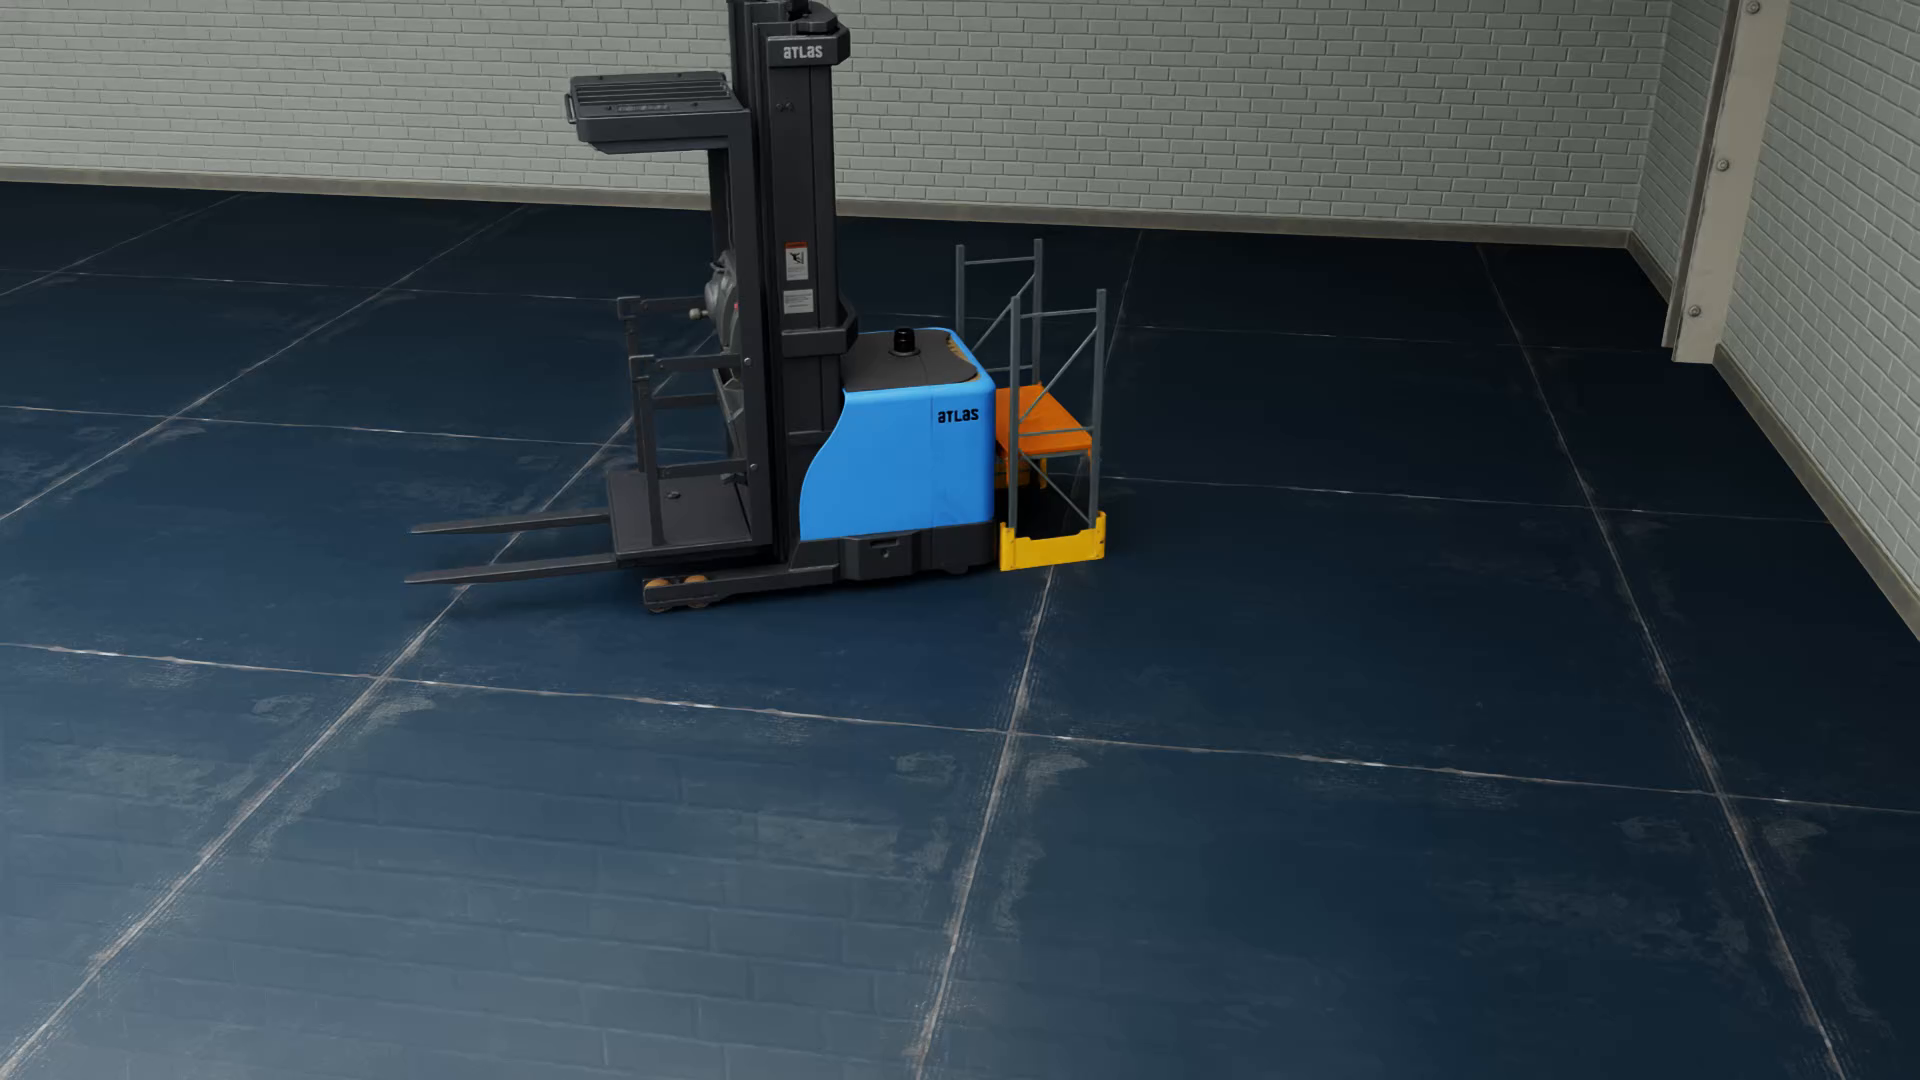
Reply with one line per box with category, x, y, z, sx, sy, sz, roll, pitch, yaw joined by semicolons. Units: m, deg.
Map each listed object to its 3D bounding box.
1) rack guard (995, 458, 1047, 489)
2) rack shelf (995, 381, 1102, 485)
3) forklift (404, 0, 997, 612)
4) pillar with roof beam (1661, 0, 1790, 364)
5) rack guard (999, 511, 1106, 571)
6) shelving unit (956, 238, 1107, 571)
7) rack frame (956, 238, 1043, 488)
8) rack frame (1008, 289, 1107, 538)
rack guard;0.226;-0.403;9.816;0.587;0.250;0.087;-7;26;-14
rack shelf;0.360;-0.607;9.201;0.538;0.185;1.000;-7;26;-14
forklift;-1.376;-1.206;8.369;3.031;2.935;1.130;-6;26;-12
pillar with roof beam;1.081;-5.733;10.883;9.100;9.000;0.400;4;25;9
rack guard;0.498;0.003;8.948;0.587;0.250;0.087;-7;26;-14
shelving unit;0.362;-0.766;9.117;0.587;1.500;1.083;-7;26;-14
rack frame;0.221;-0.977;9.568;0.500;1.500;0.032;-7;26;-14
rack frame;0.499;-0.562;8.682;0.500;1.500;0.032;-7;26;-14
